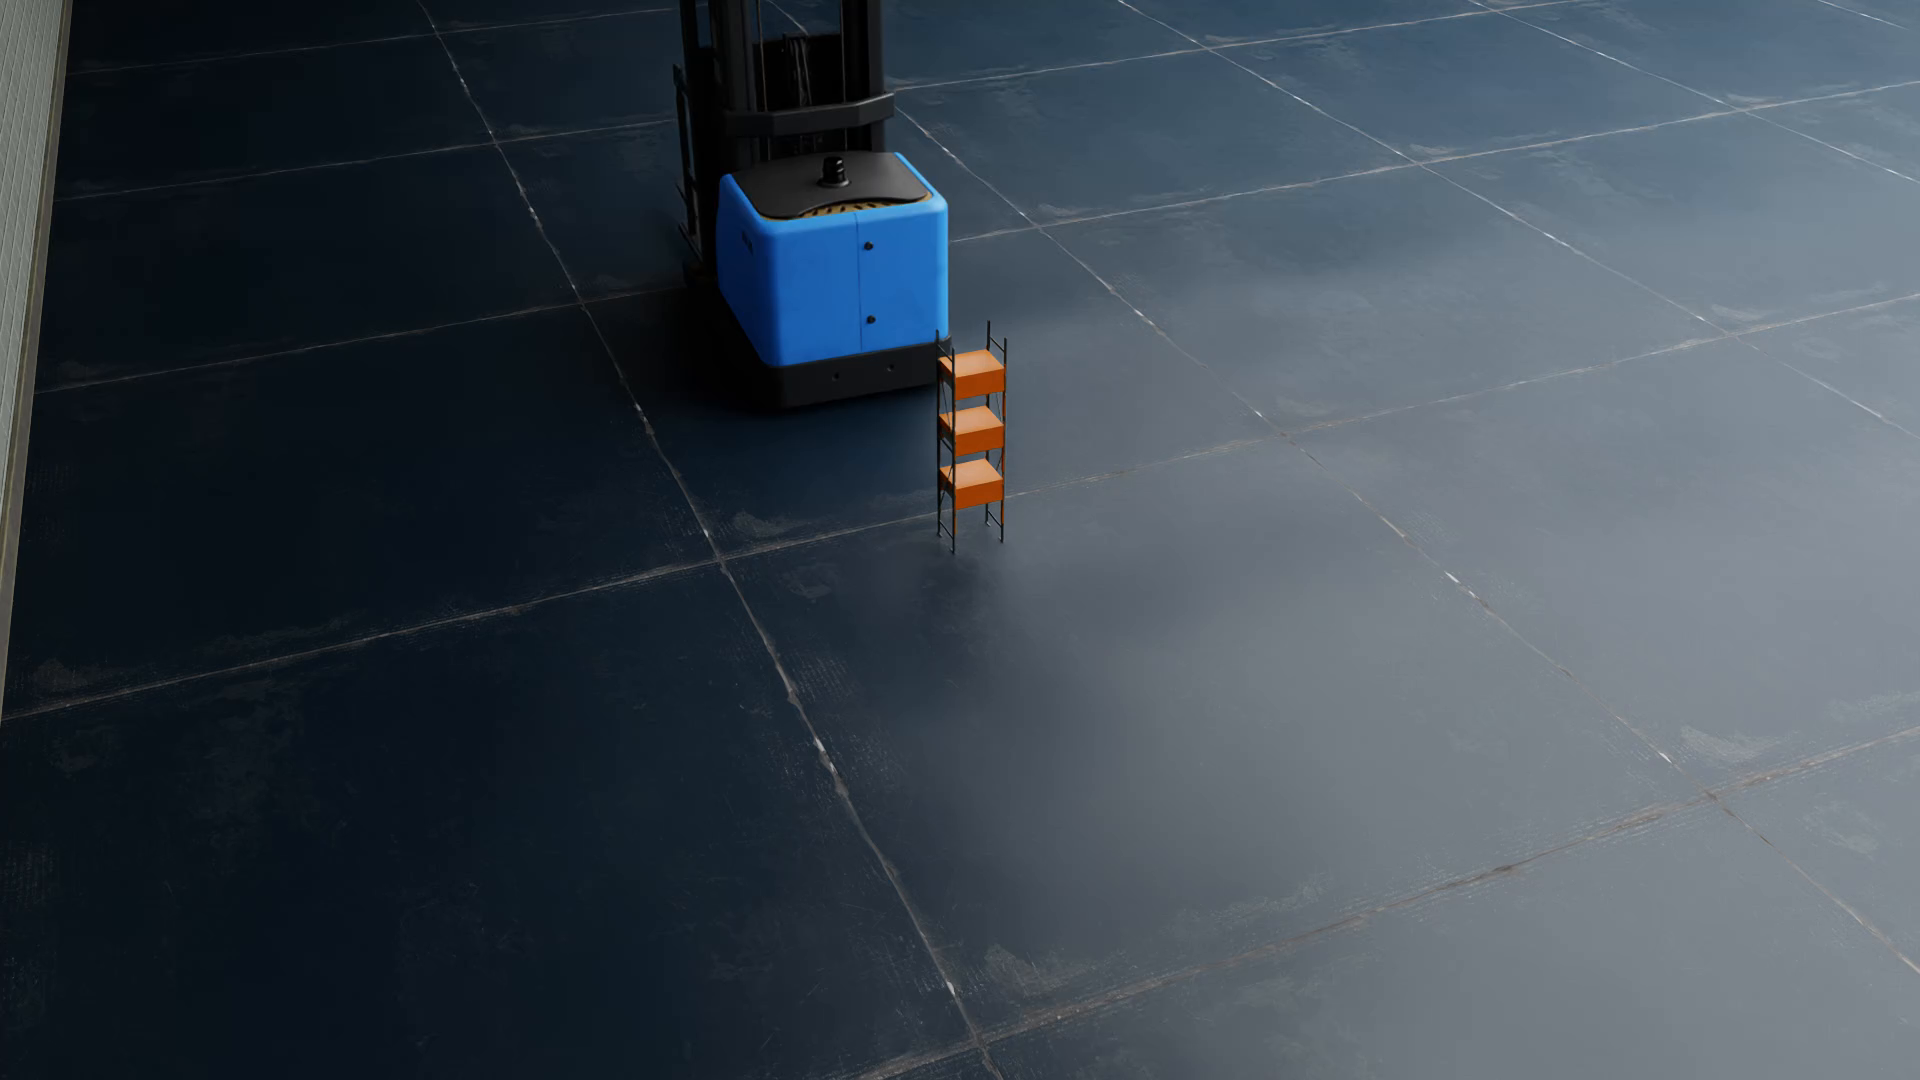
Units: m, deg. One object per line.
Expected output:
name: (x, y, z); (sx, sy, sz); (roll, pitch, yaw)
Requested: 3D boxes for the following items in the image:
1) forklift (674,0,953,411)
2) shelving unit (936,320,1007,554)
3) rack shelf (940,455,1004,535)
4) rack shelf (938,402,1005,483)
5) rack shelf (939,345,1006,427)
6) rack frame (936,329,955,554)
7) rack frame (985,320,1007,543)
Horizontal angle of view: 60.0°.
forklift: (-1.022, -2.692, 9.201); (1.130, 2.935, 3.031); (-11, 35, -17)
shelving unit: (0.049, -0.451, 7.481); (0.252, 1.050, 0.215); (-13, 35, -19)
rack shelf: (0.049, -0.210, 7.638); (0.240, 0.259, 0.215); (-13, 35, -19)
rack shelf: (0.049, -0.442, 7.487); (0.240, 0.259, 0.215); (-13, 35, -19)
rack shelf: (0.049, -0.680, 7.332); (0.240, 0.259, 0.215); (-13, 35, -19)
rack frame: (-0.063, -0.426, 7.441); (0.008, 1.050, 0.200); (-13, 35, -19)
rack frame: (0.162, -0.477, 7.521); (0.008, 1.050, 0.200); (-13, 35, -19)
